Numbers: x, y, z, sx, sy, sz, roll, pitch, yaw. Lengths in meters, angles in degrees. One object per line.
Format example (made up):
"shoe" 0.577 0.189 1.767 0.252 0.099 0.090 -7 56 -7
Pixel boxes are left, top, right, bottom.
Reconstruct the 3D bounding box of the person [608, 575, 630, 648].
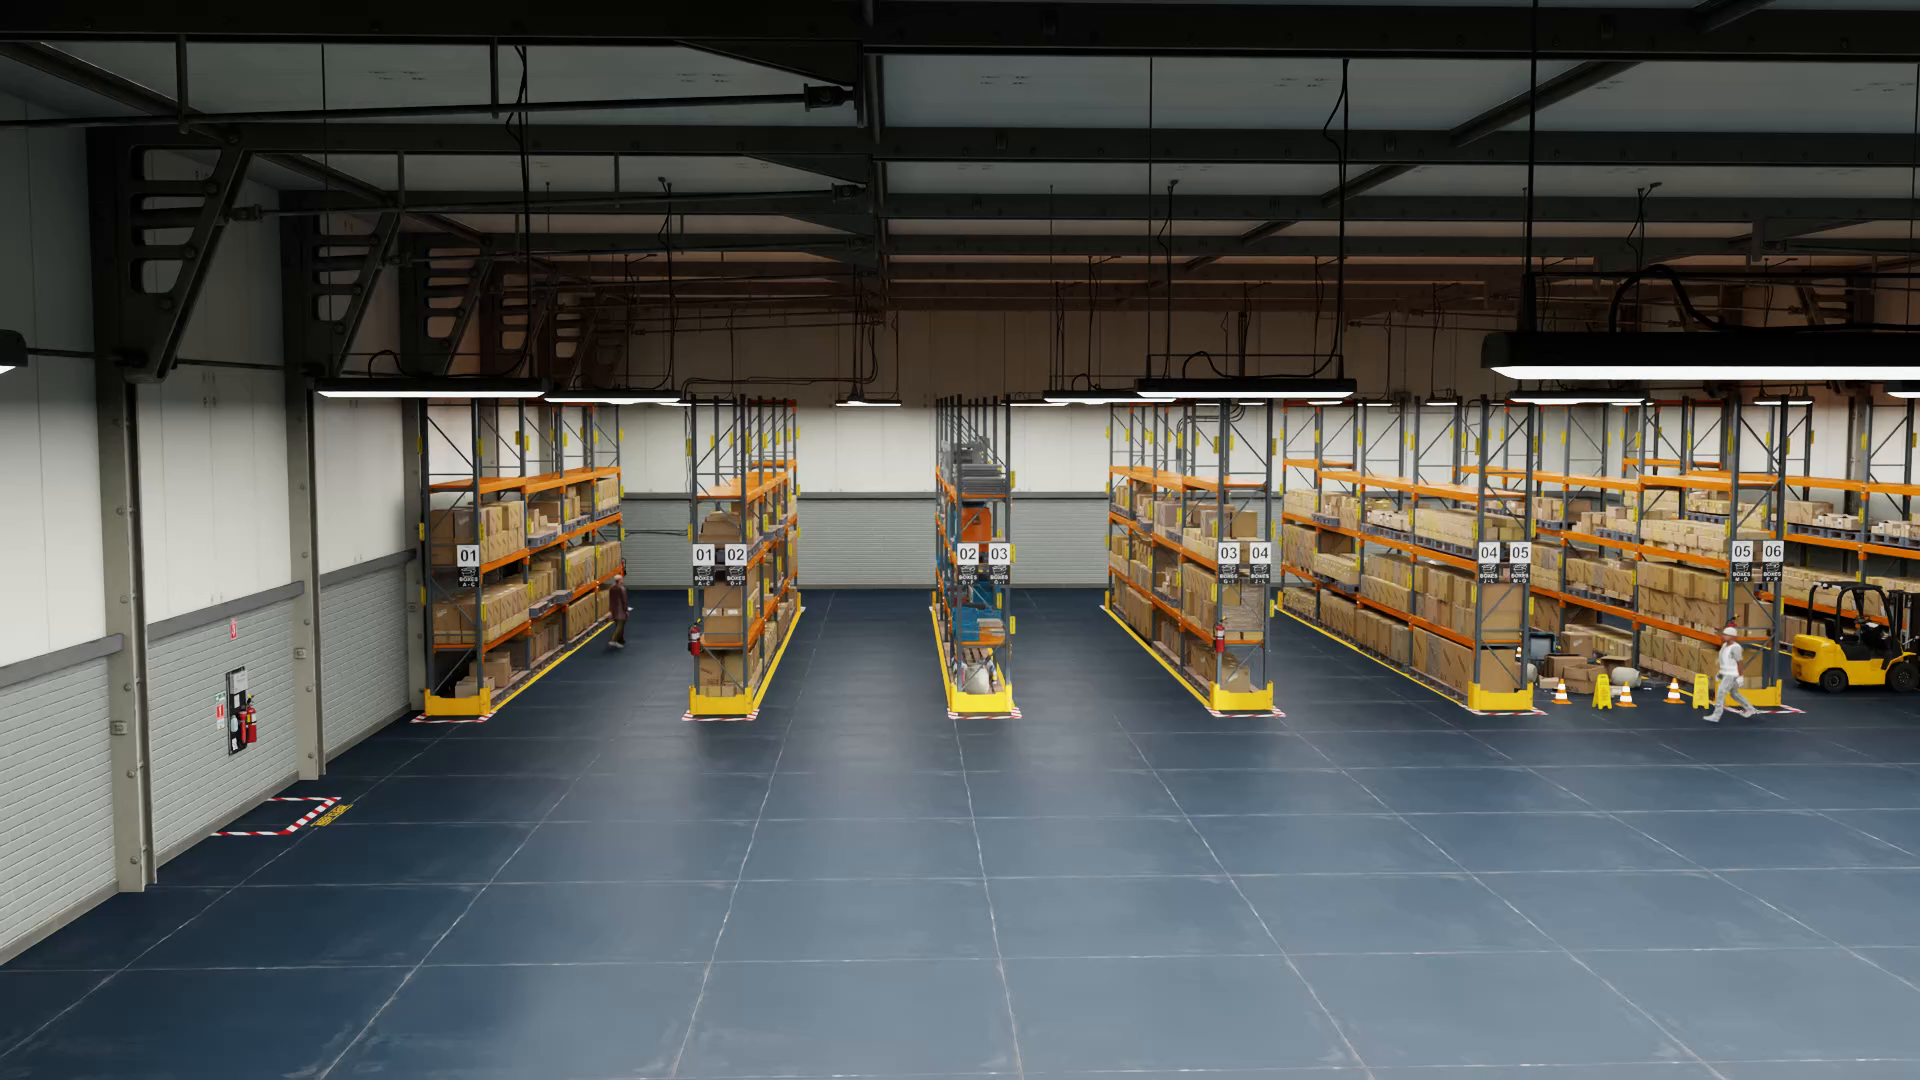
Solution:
"person" -8.166 1.712 39.794 0.651 1.754 1.021 2 5 27

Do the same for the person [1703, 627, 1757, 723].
"person" 14.090 2.460 30.379 1.065 1.745 0.556 0 4 0

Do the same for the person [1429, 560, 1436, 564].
"person" 12.329 1.429 43.465 0.567 1.800 0.416 -3 5 -34
